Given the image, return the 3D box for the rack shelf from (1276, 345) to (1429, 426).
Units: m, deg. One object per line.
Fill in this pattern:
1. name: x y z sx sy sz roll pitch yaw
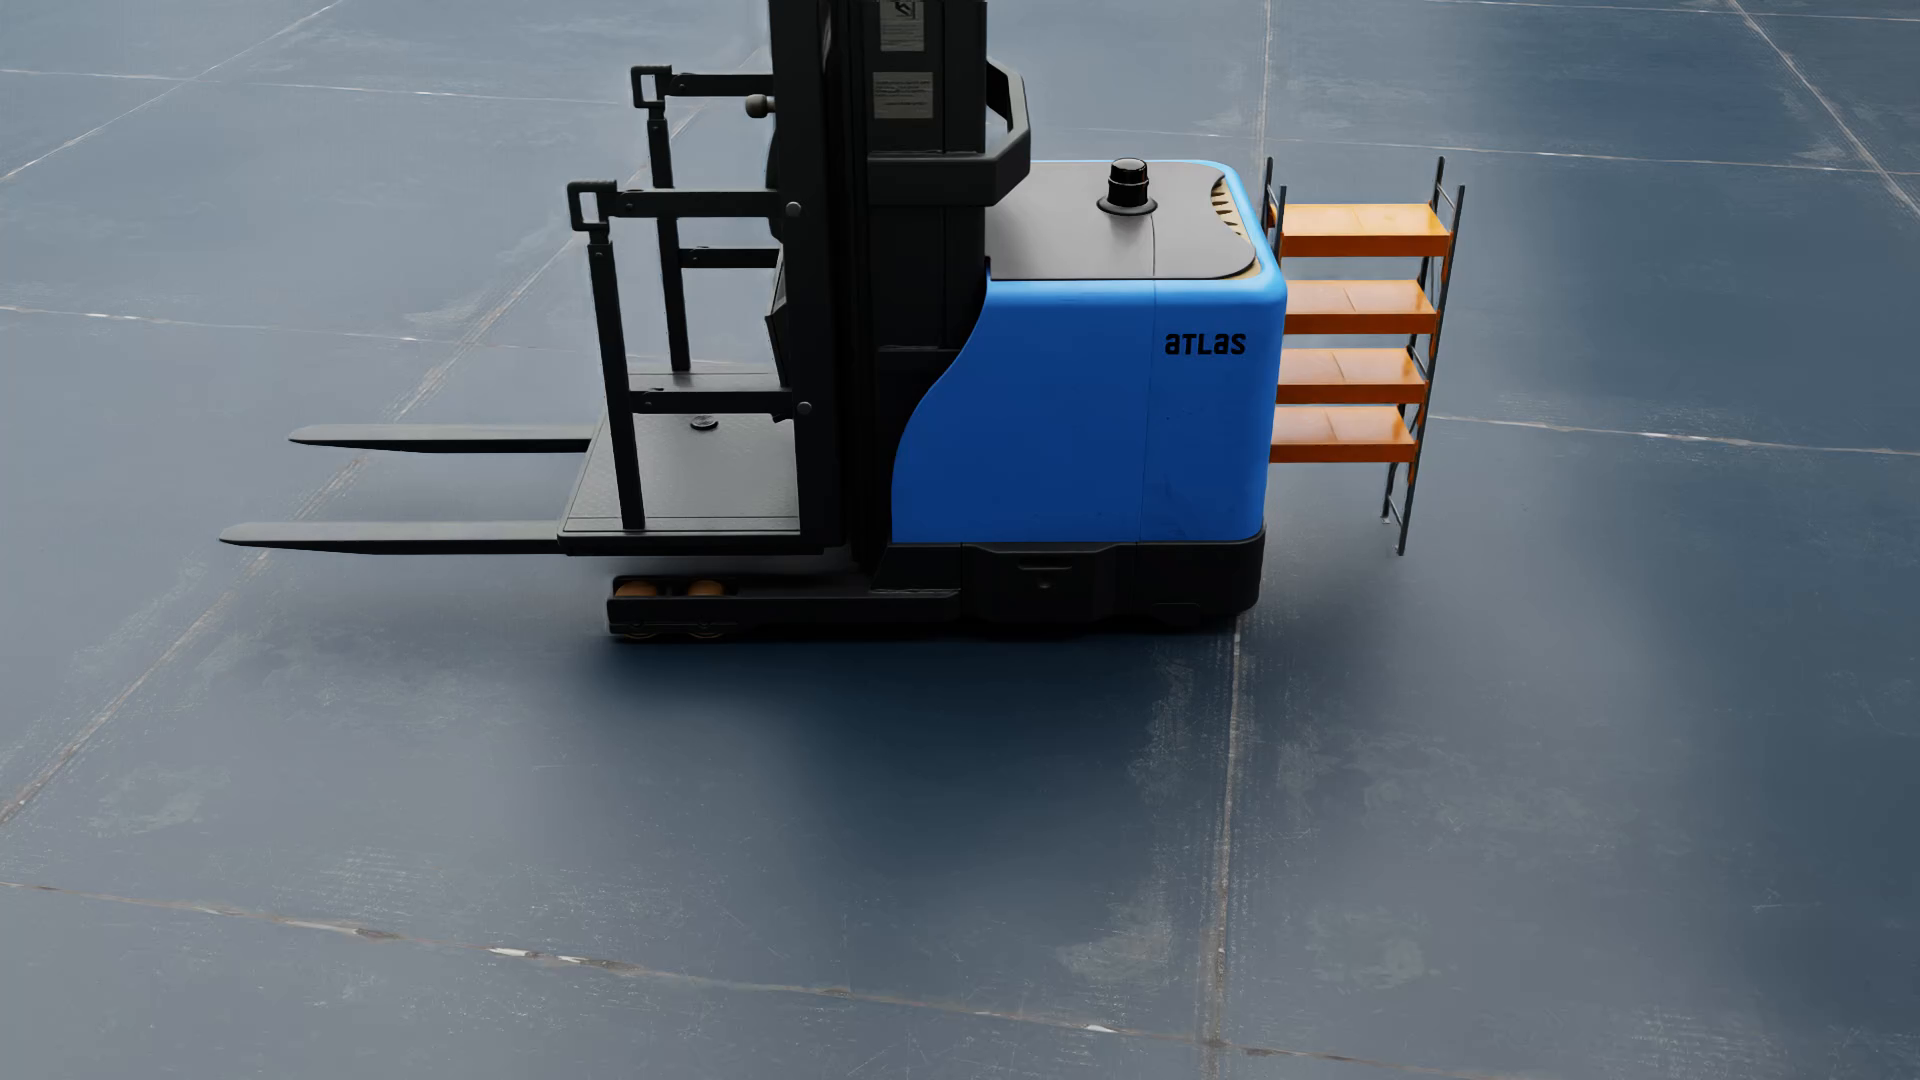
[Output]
1. rack shelf: 1.126 -0.464 4.987 0.480 0.148 0.258 0 32 0

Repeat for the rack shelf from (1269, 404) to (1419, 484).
1. rack shelf: 1.126 -0.296 5.093 0.480 0.148 0.258 0 32 0

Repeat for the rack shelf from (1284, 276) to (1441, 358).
1. rack shelf: 1.126 -0.654 4.868 0.480 0.148 0.258 0 32 0

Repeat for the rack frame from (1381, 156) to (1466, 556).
1. rack frame: 1.370 -0.522 4.953 0.015 1.200 0.240 0 32 0

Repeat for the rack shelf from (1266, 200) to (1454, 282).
1. rack shelf: 1.126 -0.854 4.743 0.480 0.148 0.258 0 32 0

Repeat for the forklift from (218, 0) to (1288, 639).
1. forklift: -0.647 -1.239 4.467 3.031 2.935 1.130 0 32 0

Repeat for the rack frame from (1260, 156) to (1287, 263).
1. rack frame: 0.882 -0.520 4.950 0.015 1.200 0.240 0 32 0

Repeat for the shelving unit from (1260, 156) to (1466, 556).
1. shelving unit: 1.126 -0.521 4.951 0.503 1.200 0.258 0 32 0
